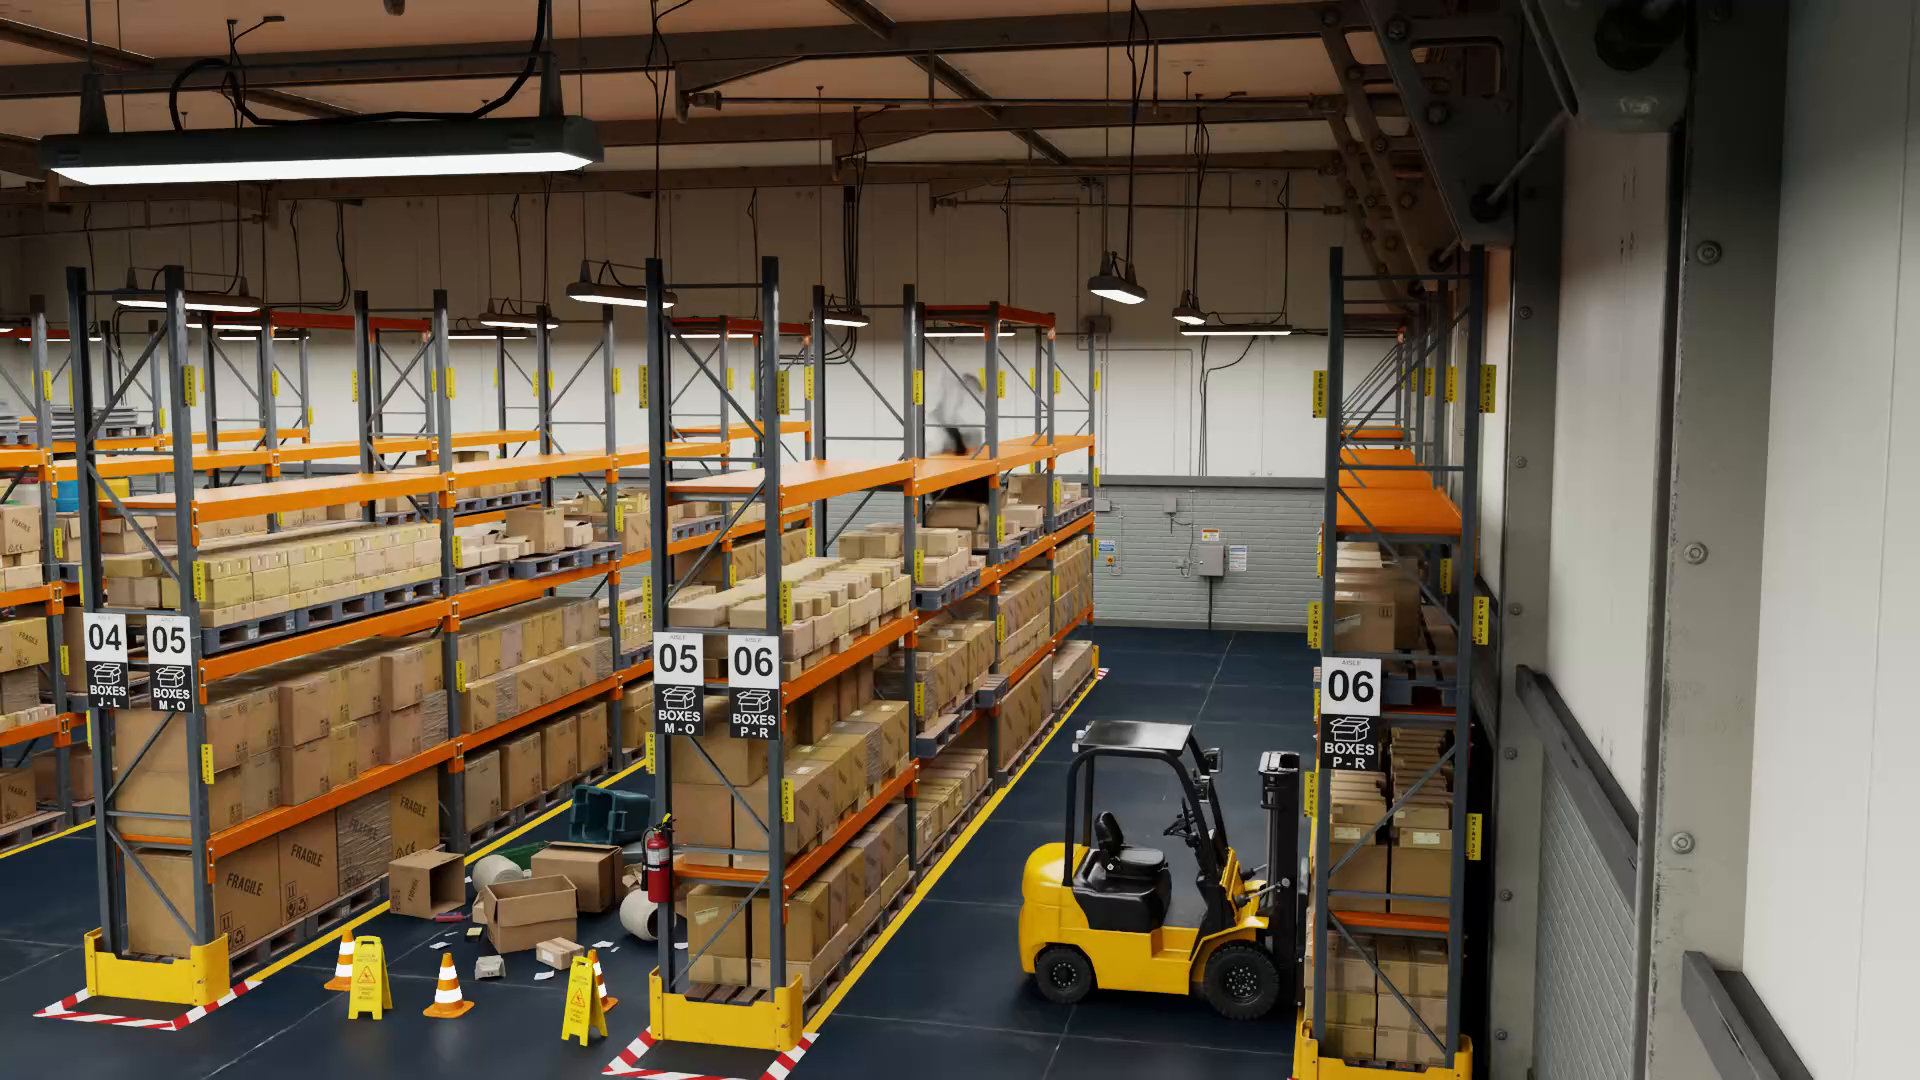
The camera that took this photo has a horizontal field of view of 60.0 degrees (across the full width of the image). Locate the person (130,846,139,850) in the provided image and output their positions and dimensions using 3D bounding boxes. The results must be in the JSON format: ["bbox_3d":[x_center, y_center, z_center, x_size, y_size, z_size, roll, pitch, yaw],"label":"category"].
[{"bbox_3d":[-8.128,2.630,16.630,0.651,1.720,0.632,0,6,-2],"label":"person"}]
